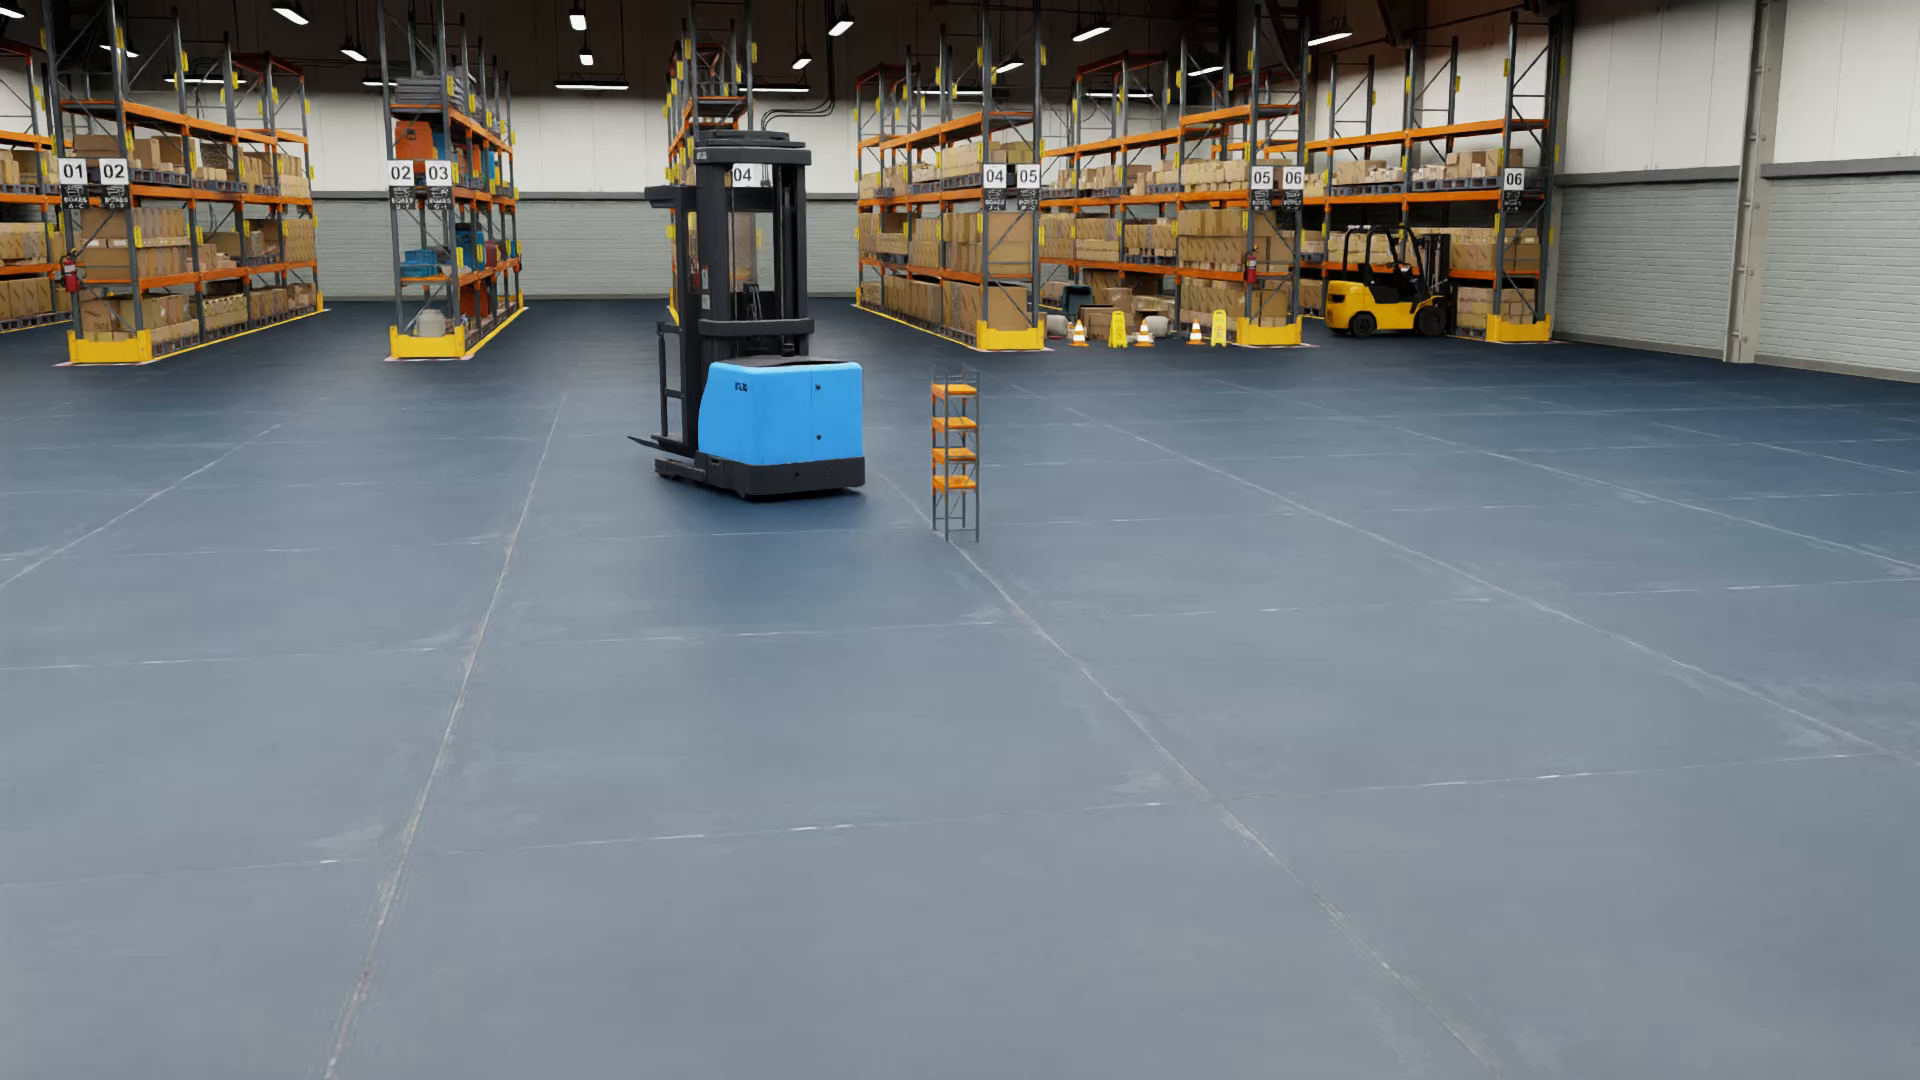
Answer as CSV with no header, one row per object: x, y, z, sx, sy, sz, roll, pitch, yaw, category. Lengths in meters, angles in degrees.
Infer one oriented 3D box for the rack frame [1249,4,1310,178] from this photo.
5.725,-8.034,29.841,1.000,3.000,0.127,-2,11,-11,rack frame

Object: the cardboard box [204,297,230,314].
-14.628,-4.599,32.567,0.500,0.311,0.500,-2,11,-9,cardboard box

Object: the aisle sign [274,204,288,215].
-17.127,-8.581,41.804,0.394,0.787,0.004,-2,11,-11,aisle sign

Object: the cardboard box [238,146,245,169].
-15.547,-8.116,35.350,0.500,0.500,0.500,-2,11,-11,cardboard box

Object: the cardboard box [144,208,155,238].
-14.009,-5.338,27.984,0.700,0.500,0.500,-2,11,-11,cardboard box

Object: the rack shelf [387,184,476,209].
-9.243,-6.034,29.277,1.077,0.370,4.000,-2,11,-11,rack shelf

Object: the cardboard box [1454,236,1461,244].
9.977,-5.924,32.796,0.380,0.149,0.250,-2,11,-11,cardboard box

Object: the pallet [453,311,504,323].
-10.838,-5.011,37.457,1.003,0.211,1.213,-2,11,-11,pallet

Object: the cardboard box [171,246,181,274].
-14.290,-4.972,29.531,0.700,0.500,0.500,-2,11,-12,cardboard box

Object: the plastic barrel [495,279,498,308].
-11.099,-5.823,38.755,0.600,0.901,0.708,-2,11,-11,plastic barrel

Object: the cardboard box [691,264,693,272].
-4.849,-5.103,31.155,0.380,0.149,0.250,-2,11,-11,cardboard box

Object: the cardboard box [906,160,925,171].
-1.000,-8.319,37.047,0.396,0.266,0.258,-2,11,-11,cardboard box

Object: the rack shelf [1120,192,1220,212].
4.558,-7.308,35.971,1.077,0.370,4.000,-2,11,-11,rack shelf

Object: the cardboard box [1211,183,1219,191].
5.039,-6.773,31.907,0.380,0.149,0.250,-2,11,-12,cardboard box

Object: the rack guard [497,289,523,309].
-11.983,-6.257,43.235,1.175,0.500,0.348,-2,11,-11,rack guard

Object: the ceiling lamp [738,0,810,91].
-5.143,-14.060,45.891,2.000,3.185,0.800,-2,11,-11,ceiling lamp

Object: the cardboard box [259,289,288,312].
-15.670,-5.476,37.955,0.500,0.500,0.500,-2,11,-11,cardboard box

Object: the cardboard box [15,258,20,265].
-20.318,-5.938,35.492,0.380,0.149,0.250,-2,11,-9,cardboard box

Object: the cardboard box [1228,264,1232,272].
5.255,-5.115,31.219,0.380,0.149,0.250,-2,11,-12,cardboard box

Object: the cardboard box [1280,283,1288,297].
8.339,-6.162,41.610,0.500,0.500,0.500,-2,11,-13,cardboard box

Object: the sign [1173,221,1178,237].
4.403,-6.369,34.039,0.100,0.325,0.005,-2,11,-11,sign

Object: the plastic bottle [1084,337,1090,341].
2.358,-3.849,31.757,0.133,0.061,0.283,-6,13,-31,plastic bottle

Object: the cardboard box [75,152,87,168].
-14.196,-6.244,27.360,0.500,0.250,0.500,-2,11,-11,cardboard box

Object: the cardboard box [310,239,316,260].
-16.471,-7.279,41.648,0.500,0.500,0.500,-2,11,-9,cardboard box

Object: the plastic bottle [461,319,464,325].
-8.927,-3.815,29.804,0.061,0.283,0.133,-2,11,-10,plastic bottle

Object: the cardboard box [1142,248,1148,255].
4.237,-6.374,36.709,0.380,0.149,0.250,-1,11,-8,cardboard box

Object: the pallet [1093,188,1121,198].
3.771,-8.256,39.536,1.003,0.211,1.213,-2,11,-8,pallet

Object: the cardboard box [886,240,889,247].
-1.513,-6.943,38.905,0.380,0.149,0.250,-2,11,-12,cardboard box

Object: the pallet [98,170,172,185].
-14.066,-6.152,28.212,1.003,0.211,1.213,-2,11,-11,pallet

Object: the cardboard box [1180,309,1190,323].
4.797,-4.558,33.854,0.500,0.250,0.500,-3,11,-14,cardboard box

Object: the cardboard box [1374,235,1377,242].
9.296,-6.612,36.409,0.380,0.149,0.250,-2,11,-12,cardboard box

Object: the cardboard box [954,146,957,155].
0.097,-7.307,31.192,0.380,0.149,0.250,-2,11,-11,cardboard box

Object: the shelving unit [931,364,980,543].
-0.032,-0.620,11.744,0.258,1.200,0.503,-2,11,-11,shelving unit

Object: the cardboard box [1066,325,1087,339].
2.252,-4.031,32.165,0.396,0.266,0.258,0,11,-1,cardboard box

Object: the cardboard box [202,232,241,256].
-15.503,-6.201,34.865,0.700,0.500,0.500,-6,12,-30,cardboard box

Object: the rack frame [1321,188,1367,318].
9.037,-6.736,39.063,1.000,3.000,0.127,-2,11,-11,rack frame

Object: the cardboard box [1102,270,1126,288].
3.947,-6.010,39.812,0.875,0.875,0.875,-2,11,-10,cardboard box

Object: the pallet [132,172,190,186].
-14.300,-6.375,29.385,1.003,0.211,1.213,-2,11,-11,pallet

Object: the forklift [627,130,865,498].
-2.021,-2.004,14.385,1.130,2.935,3.031,-7,13,-33,forklift

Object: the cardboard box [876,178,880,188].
-1.784,-8.810,41.005,0.500,0.250,0.500,-3,11,-14,cardboard box

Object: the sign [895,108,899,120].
-1.674,-11.323,44.200,0.100,0.325,0.005,-2,11,-11,sign

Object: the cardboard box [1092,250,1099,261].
3.492,-6.843,40.026,0.500,0.250,0.500,-2,11,-12,cardboard box

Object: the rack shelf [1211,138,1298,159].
7.870,-10.428,44.351,1.077,0.370,4.000,-2,11,-11,rack shelf

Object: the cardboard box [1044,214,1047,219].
2.469,-8.708,44.750,0.380,0.149,0.250,-2,11,-9,cardboard box

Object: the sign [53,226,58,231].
-22.229,-7.566,40.899,0.100,0.325,0.005,-2,11,-11,sign

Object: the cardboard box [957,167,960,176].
0.144,-6.870,31.027,0.380,0.149,0.250,-2,11,-10,cardboard box

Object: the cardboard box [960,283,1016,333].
0.519,-4.335,31.007,0.875,0.875,0.875,-2,11,-12,cardboard box

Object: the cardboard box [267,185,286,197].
-15.899,-8.066,38.432,0.500,0.250,0.500,-2,11,-11,cardboard box

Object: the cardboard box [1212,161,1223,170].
5.038,-7.160,31.812,0.380,0.149,0.250,-2,11,-10,cardboard box

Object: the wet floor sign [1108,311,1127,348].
2.837,-3.799,29.930,0.267,0.644,0.232,-4,12,-21,wet floor sign

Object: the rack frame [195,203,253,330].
-15.270,-5.835,34.329,1.000,3.000,0.127,-2,11,-11,rack frame

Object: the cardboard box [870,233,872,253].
-2.011,-7.550,42.277,0.500,0.500,0.500,-2,11,-11,cardboard box

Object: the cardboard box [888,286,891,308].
-1.457,-5.826,39.845,0.500,0.500,0.500,-2,11,-8,cardboard box

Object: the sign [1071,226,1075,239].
2.847,-7.732,41.770,0.100,0.325,0.005,-2,11,-11,sign

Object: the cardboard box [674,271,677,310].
-6.011,-5.810,38.758,1.225,0.875,0.875,-3,11,-13,cardboard box
